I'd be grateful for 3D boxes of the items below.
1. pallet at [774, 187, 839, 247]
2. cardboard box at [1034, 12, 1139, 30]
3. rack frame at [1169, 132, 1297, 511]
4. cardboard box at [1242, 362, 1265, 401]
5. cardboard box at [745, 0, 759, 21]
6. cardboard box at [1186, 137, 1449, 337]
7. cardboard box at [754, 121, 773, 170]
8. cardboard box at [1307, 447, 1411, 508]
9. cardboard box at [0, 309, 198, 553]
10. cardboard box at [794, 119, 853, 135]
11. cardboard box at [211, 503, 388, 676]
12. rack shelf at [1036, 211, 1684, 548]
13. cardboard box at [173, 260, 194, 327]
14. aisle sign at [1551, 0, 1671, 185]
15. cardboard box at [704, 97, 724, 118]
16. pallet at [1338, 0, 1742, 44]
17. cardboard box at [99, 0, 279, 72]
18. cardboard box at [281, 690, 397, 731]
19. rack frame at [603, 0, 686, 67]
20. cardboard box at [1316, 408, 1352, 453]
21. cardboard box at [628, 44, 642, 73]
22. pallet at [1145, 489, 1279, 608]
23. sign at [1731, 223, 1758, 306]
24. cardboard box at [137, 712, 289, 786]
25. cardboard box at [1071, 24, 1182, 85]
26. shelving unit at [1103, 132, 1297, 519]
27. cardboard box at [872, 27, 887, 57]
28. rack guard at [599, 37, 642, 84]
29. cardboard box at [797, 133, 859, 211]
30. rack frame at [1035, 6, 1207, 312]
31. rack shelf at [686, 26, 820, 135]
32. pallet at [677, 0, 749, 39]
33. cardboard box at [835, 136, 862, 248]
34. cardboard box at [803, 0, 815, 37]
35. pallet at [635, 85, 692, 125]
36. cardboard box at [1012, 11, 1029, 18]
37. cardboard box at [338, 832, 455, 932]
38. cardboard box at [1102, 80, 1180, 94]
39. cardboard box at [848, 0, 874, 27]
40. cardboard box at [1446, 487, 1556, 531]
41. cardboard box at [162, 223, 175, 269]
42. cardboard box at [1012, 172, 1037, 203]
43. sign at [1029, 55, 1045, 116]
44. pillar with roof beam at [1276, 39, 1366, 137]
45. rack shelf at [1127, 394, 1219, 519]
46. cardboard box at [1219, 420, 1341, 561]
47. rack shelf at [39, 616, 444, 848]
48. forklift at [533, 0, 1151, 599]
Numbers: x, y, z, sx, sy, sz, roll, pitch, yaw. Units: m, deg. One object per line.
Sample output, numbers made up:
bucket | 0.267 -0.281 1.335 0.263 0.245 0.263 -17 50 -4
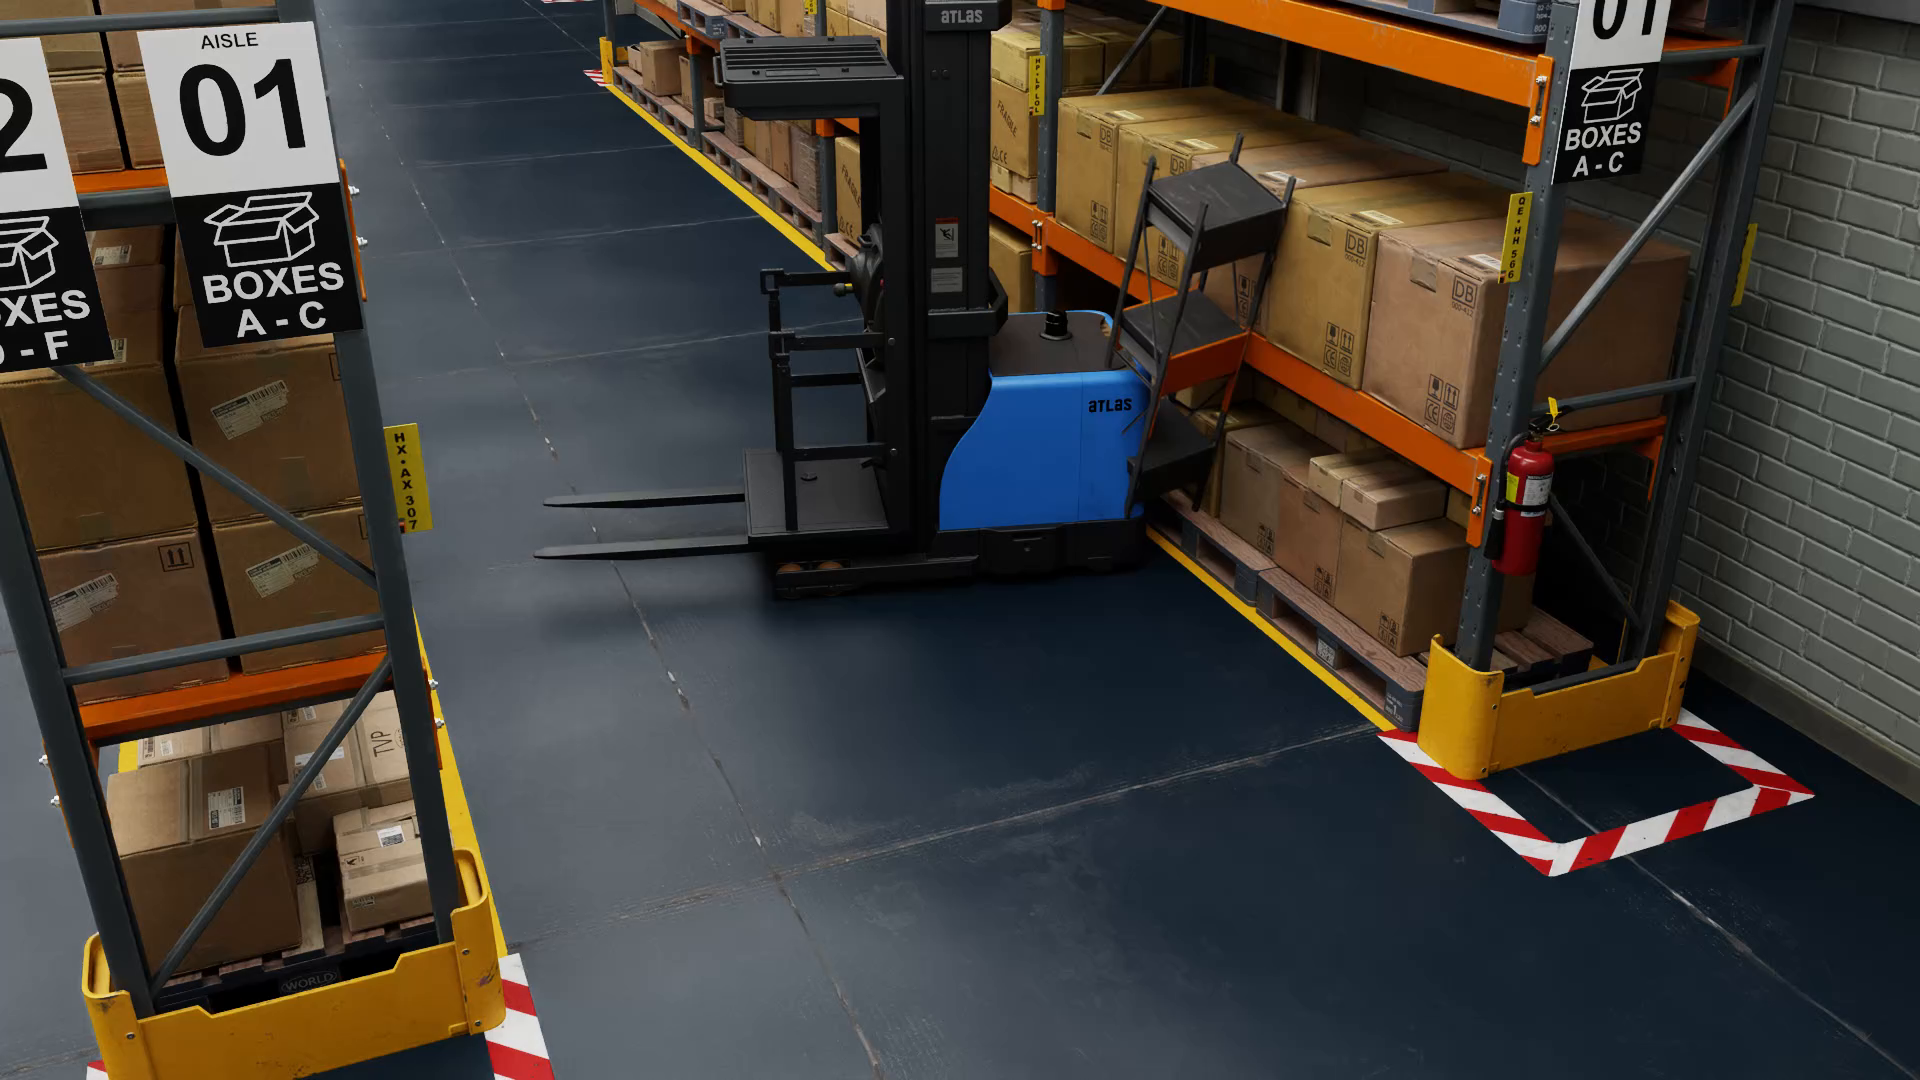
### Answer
pallet | -0.942 -2.834 14.313 1.003 0.211 1.213 -11 28 -21
cardboard box | 0.778 -3.121 10.393 0.500 0.250 0.500 -10 28 -20
rack frame | 1.225 -0.945 8.016 0.015 2.100 0.400 -20 51 -26
cardboard box | 1.664 -0.865 8.735 0.380 0.149 0.250 -10 28 -20
cardboard box | -1.537 -4.930 14.813 0.700 0.500 0.500 -7 27 -14
cardboard box | 1.702 -1.481 8.024 0.980 0.700 0.700 -12 28 -23
cardboard box | -1.489 -3.753 15.365 0.700 0.500 0.500 -10 28 -20
cardboard box | 1.811 -0.287 7.551 0.380 0.149 0.250 -10 28 -19
cardboard box | -2.488 -0.315 4.724 0.500 0.500 0.500 -11 28 -21
cardboard box | -1.132 -3.705 14.412 0.500 0.250 0.500 -10 28 -20
cardboard box | -1.992 0.042 5.131 0.500 0.500 0.500 -10 28 -20
rack shelf | 1.713 -1.025 8.251 1.077 0.370 4.000 -11 28 -21
cardboard box | -2.203 -0.617 5.342 0.500 0.500 0.500 -10 28 -20
aisle sign | 2.248 -1.629 5.704 0.394 0.787 0.004 -11 28 -21
cardboard box | -2.440 -4.521 17.319 0.380 0.166 0.250 -15 30 -27
pallet | 2.196 -2.147 6.411 1.003 0.211 1.213 -11 28 -21
cardboard box | -2.022 -1.446 4.475 0.500 0.250 0.500 -11 28 -21
cardboard box | -2.404 0.677 6.577 0.500 0.250 0.500 -11 28 -21
rack frame | -3.770 -7.001 19.669 1.000 3.000 0.127 -11 28 -21
cardboard box | 1.966 -0.556 8.100 0.380 0.149 0.250 -10 28 -20
cardboard box | -3.582 -5.695 19.559 0.500 0.311 0.500 -14 29 -26
pallet | 1.637 -0.089 8.693 1.003 0.211 1.213 -11 28 -21
sign | 3.009 -1.059 6.423 0.100 0.325 0.005 -11 28 -21
cardboard box | -2.844 0.783 6.359 0.500 0.250 0.500 -11 28 -21
cardboard box | 0.989 -2.911 9.963 0.500 0.250 0.500 -10 28 -19
shelving unit | 1.019 -0.870 7.909 0.503 2.100 0.431 -20 51 -26
cardboard box | -0.292 -3.305 11.624 0.500 0.500 0.500 -11 28 -21
rack guard | -3.740 -5.847 20.155 1.175 0.500 0.348 -11 28 -21
cardboard box | -0.967 -3.127 14.084 0.700 0.500 0.500 -10 28 -20
rack frame | 0.930 -2.156 9.747 1.000 3.000 0.127 -11 28 -21
rack shelf | -1.420 -4.255 14.866 1.077 0.370 4.000 -11 28 -21
pallet | -2.038 -4.966 15.721 1.003 0.211 1.213 -11 28 -21
cardboard box | -0.470 -2.674 12.780 0.750 0.750 0.750 -11 28 -21
cardboard box | -0.830 -4.202 13.321 0.700 0.500 0.500 -14 29 -27
pallet | -2.980 -4.891 18.527 1.003 0.211 1.213 -11 28 -21
cardboard box | 0.120 -3.239 10.635 0.500 0.250 0.500 -10 28 -20
cardboard box | -1.908 1.167 5.690 0.380 0.149 0.250 -11 28 -21
cardboard box | 0.981 -2.573 10.125 0.500 0.500 0.500 -12 28 -22
cardboard box | -0.485 -3.851 11.888 0.500 0.250 0.500 -11 28 -21
cardboard box | 2.363 -0.148 7.265 0.380 0.149 0.250 -10 28 -20
cardboard box | -3.095 -0.935 5.993 0.500 0.500 0.500 -10 28 -19
cardboard box | 0.537 -2.140 9.978 0.380 0.149 0.250 -10 28 -20
sign | 0.434 -2.544 9.312 0.100 0.325 0.005 -11 28 -21
pillar with roof beam | -1.961 -3.978 6.642 9.100 9.000 0.400 -11 28 -21
rack shelf | 0.941 -0.369 8.411 0.480 0.518 0.431 -20 51 -26
cardboard box | 1.736 -0.277 8.269 0.700 0.500 0.500 -12 28 -22
rack shelf | -2.844 -0.173 6.505 1.077 0.370 4.000 -11 28 -21
forklift | -0.623 -1.277 8.025 3.031 2.935 1.130 -4 26 -8
